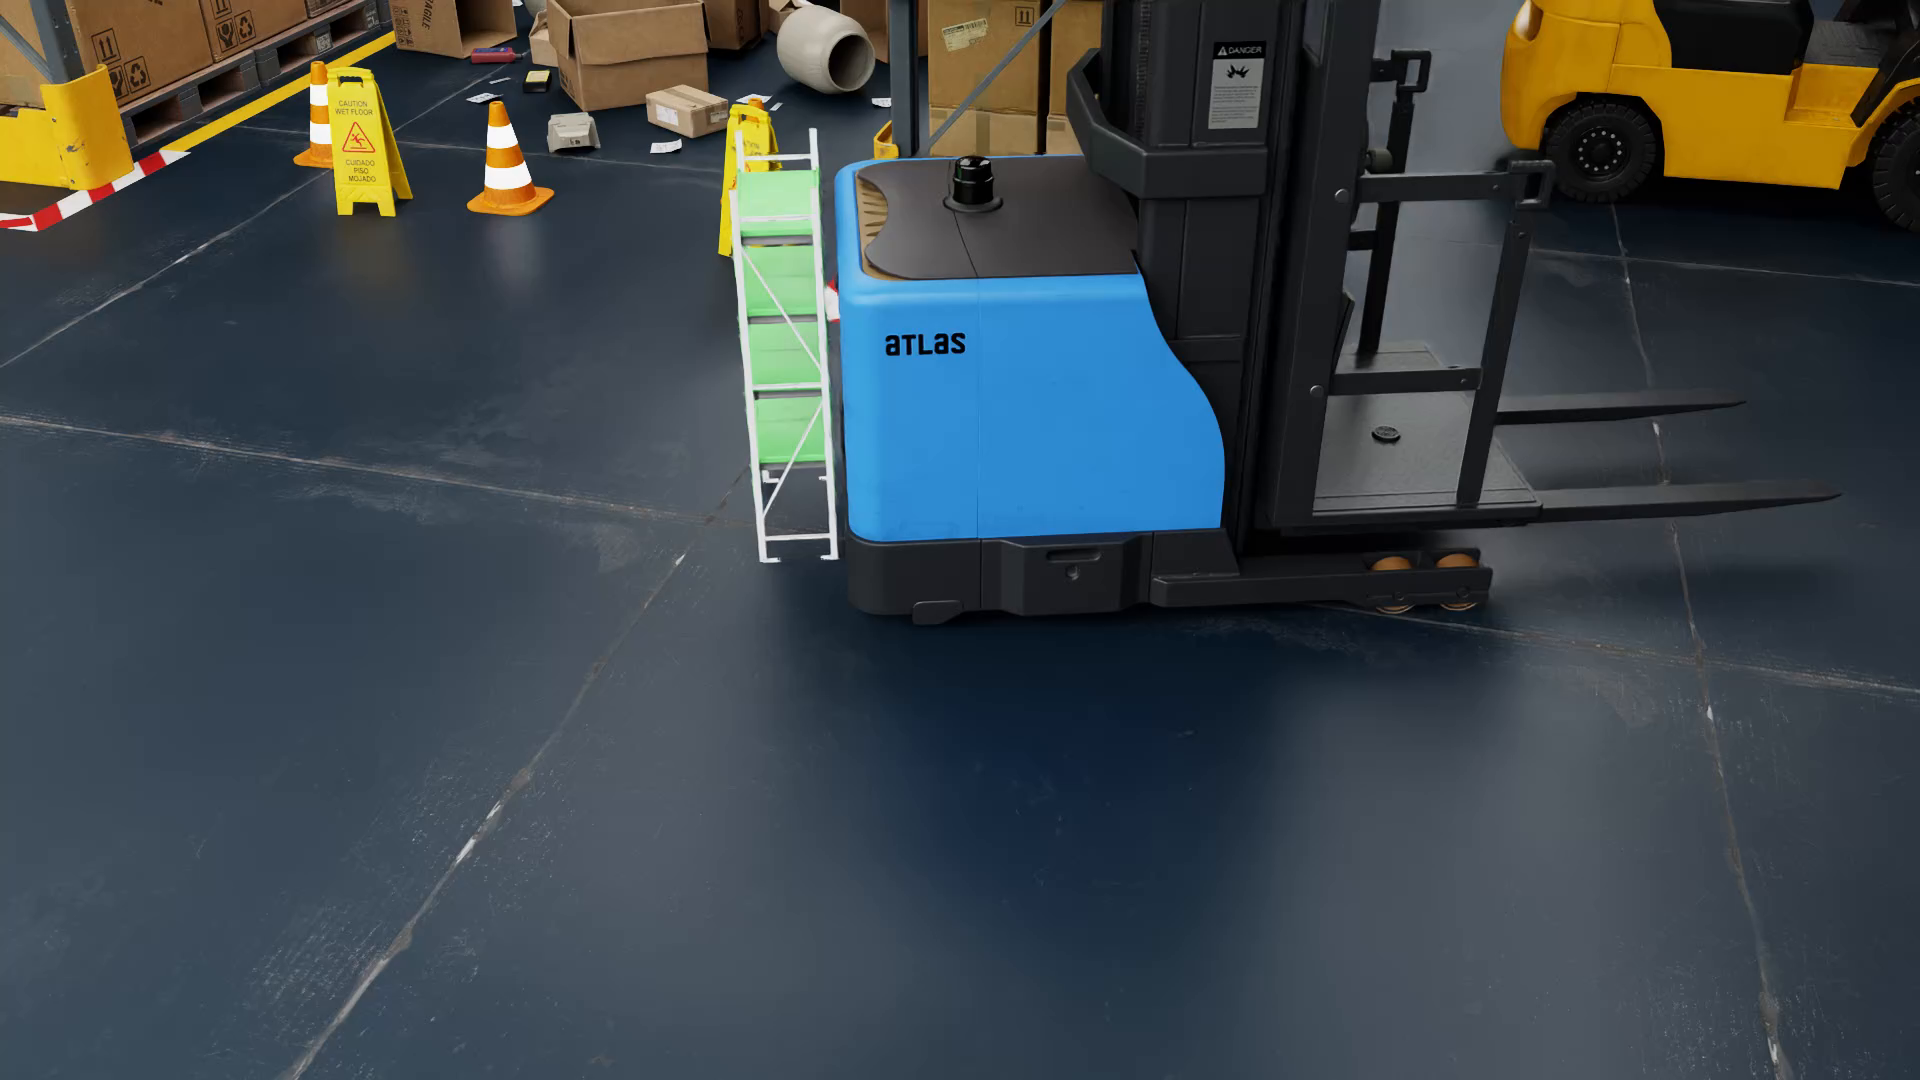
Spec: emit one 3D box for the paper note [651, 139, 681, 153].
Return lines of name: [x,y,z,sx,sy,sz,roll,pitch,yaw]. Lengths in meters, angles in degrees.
paper note: [-1.472,-1.975,8.328,0.148,0.019,0.142,-3,33,-4]

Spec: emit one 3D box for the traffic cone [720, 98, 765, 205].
traffic cone: [-0.925,-1.795,7.642,0.336,0.463,0.334,8,33,12]

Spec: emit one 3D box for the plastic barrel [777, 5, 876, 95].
plastic barrel: [-0.726,-2.657,9.035,0.421,0.421,0.512,-21,38,-29]

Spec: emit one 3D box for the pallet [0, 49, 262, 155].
pallet: [-4.472,-2.337,8.729,1.003,0.211,1.213,8,33,12]

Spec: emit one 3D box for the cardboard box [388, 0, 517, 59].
cardboard box: [-2.986,-3.164,9.759,0.500,0.500,0.500,14,35,21]

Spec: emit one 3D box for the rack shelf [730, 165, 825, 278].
rack shelf: [-0.524,-0.926,4.811,0.258,0.148,0.480,-3,33,-4]

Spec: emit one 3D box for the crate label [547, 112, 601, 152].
crate label: [-1.945,-2.048,8.344,0.250,0.136,0.298,-8,33,-13]

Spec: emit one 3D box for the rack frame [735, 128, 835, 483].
rack frame: [-0.541,-0.706,5.240,0.240,1.200,0.015,-3,33,-4]

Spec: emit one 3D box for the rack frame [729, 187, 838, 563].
rack frame: [-0.502,-0.445,4.830,0.240,1.200,0.015,-3,33,-4]

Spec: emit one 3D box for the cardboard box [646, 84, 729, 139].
cardboard box: [-1.408,-2.218,8.600,0.380,0.149,0.250,28,42,36]

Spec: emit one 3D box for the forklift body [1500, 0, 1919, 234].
forklift body: [3.733,-2.667,7.440,2.313,2.155,1.214,8,33,12]

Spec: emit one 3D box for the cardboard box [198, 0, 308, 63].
cardboard box: [-4.270,-3.186,9.055,0.875,0.875,0.875,8,33,12]

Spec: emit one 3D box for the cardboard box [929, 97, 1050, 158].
cardboard box: [0.165,-1.952,7.696,0.500,0.250,0.500,8,33,12]

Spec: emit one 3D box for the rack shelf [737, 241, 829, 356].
rack shelf: [-0.522,-0.724,4.940,0.258,0.148,0.480,-3,33,-4]

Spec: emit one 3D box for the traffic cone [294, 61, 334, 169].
traffic cone: [-3.091,-2.100,8.121,0.336,0.463,0.334,8,33,12]

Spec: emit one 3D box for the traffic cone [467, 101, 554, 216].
traffic cone: [-2.085,-1.769,7.602,0.336,0.463,0.334,8,33,12]

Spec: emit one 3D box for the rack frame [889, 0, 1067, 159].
rack frame: [0.214,-2.466,6.334,1.000,3.000,0.127,8,33,12]

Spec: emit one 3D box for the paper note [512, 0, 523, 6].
paper note: [-2.879,-3.439,10.630,0.147,0.020,0.142,-14,35,-21]

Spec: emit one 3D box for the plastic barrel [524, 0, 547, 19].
plastic barrel: [-2.389,-3.279,10.013,0.421,0.421,0.512,-21,38,-29]

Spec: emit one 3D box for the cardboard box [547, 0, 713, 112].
cardboard box: [-1.789,-2.669,8.979,0.797,0.503,0.637,-14,35,-21]

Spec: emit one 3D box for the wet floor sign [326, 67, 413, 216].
wet floor sign: [-2.692,-1.810,7.495,0.267,0.644,0.232,3,33,4]

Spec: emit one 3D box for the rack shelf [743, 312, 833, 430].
rack shelf: [-0.521,-0.521,5.069,0.258,0.148,0.480,-3,33,-4]

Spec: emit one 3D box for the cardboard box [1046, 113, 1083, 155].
cardboard box: [0.686,-1.864,7.558,0.500,0.250,0.500,8,33,12]

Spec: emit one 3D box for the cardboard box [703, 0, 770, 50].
cardboard box: [-1.560,-3.213,9.708,0.797,0.637,0.503,8,33,12]

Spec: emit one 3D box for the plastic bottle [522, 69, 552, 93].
plastic bottle: [-2.334,-2.546,9.198,0.133,0.061,0.283,-3,33,-4]

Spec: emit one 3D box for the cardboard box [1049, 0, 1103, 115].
cardboard box: [0.692,-2.193,7.376,0.500,0.500,0.500,7,33,11]

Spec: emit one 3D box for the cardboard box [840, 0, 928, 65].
cardboard box: [-0.359,-3.117,9.685,0.500,0.500,0.500,-21,38,-29]

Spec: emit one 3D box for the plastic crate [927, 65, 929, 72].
plastic crate: [0.037,-2.607,9.276,0.402,0.080,0.583,-3,33,-4]

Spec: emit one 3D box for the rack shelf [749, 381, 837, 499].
rack shelf: [-0.520,-0.319,5.198,0.258,0.148,0.480,-3,33,-4]

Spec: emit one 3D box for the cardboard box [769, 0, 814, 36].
cardboard box: [-1.054,-3.258,10.127,0.258,0.266,0.396,-14,35,-21]

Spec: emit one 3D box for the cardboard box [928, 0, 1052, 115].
cardboard box: [0.165,-2.251,7.467,0.500,0.500,0.500,8,33,13]

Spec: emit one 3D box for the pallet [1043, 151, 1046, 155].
pallet: [0.474,-1.746,7.799,1.003,0.211,1.213,8,33,12]

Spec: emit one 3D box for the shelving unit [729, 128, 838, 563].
shelving unit: [-0.521,-0.575,5.035,0.258,1.200,0.503,-3,33,-4]

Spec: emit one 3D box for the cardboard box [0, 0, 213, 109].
cardboard box: [-4.492,-2.729,8.336,0.875,0.875,0.875,8,33,13]

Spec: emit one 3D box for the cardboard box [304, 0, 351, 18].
cardboard box: [-4.037,-3.659,9.799,0.875,0.875,0.875,8,33,13]

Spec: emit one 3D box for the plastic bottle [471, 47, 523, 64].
plastic bottle: [-2.665,-2.795,9.590,0.283,0.061,0.133,-3,33,-4]

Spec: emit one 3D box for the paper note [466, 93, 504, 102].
paper note: [-2.570,-2.395,8.991,0.144,0.017,0.142,20,38,29]

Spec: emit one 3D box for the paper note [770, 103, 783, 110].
paper note: [-0.980,-2.316,8.883,0.032,0.001,0.123,8,33,12]

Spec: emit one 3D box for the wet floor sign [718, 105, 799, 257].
wet floor sign: [-0.869,-1.520,7.039,0.267,0.644,0.232,20,38,29]

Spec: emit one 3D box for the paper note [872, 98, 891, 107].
paper note: [-0.399,-2.359,8.933,0.142,0.019,0.148,-3,33,-4]

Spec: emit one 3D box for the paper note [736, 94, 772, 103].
paper note: [-1.111,-2.390,8.992,0.148,0.019,0.142,20,38,29]

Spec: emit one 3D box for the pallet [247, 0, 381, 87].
pallet: [-4.161,-2.968,9.722,1.003,0.211,1.213,8,33,12]

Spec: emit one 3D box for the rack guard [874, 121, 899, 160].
rack guard: [0.233,-1.451,7.066,1.175,0.500,0.348,8,33,12]

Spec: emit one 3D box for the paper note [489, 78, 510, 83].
paper note: [-2.566,-2.561,9.269,0.032,0.001,0.123,28,42,36]

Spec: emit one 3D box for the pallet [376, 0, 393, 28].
pallet: [-3.853,-3.603,10.721,1.003,0.211,1.213,8,33,12]

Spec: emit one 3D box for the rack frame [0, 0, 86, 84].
rack frame: [-4.600,-3.088,7.311,1.000,3.000,0.127,8,33,12]

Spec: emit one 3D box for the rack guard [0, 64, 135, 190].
rack guard: [-4.606,-2.021,7.962,1.175,0.500,0.348,8,33,12]

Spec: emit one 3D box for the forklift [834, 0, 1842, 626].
forklift: [1.149,-1.301,4.565,3.031,2.935,1.130,-3,33,-4]

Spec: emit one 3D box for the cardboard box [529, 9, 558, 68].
cardboard box: [-2.239,-2.867,9.512,0.396,0.266,0.258,14,35,21]
